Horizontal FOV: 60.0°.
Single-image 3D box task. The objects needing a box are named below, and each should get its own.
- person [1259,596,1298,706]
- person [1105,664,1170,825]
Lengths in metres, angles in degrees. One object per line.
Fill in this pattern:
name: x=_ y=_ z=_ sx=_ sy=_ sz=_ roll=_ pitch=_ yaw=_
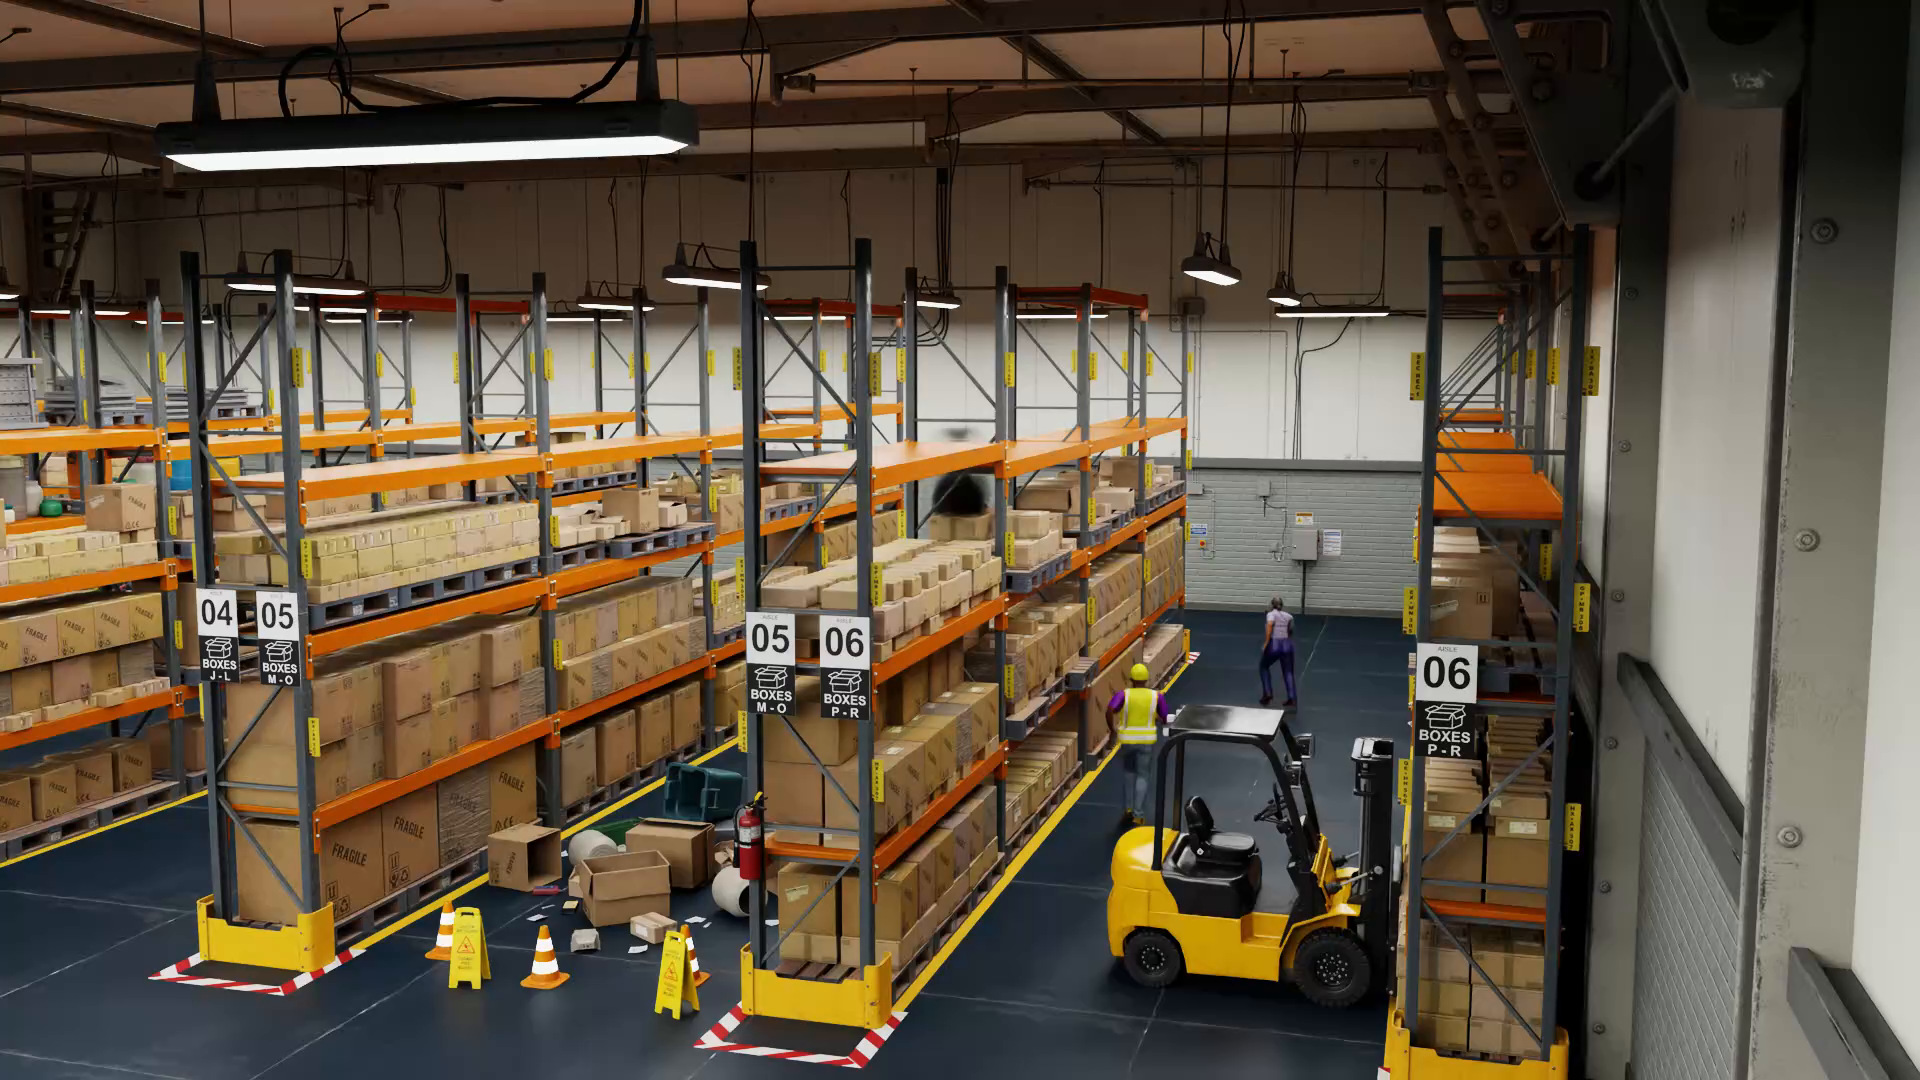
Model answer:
person: x=4.680 y=1.652 z=24.429 sx=0.601 sy=1.623 sz=0.953 roll=-1 pitch=7 yaw=-12
person: x=1.961 y=2.257 z=18.210 sx=0.677 sy=1.819 sz=0.781 roll=1 pitch=7 yaw=13
